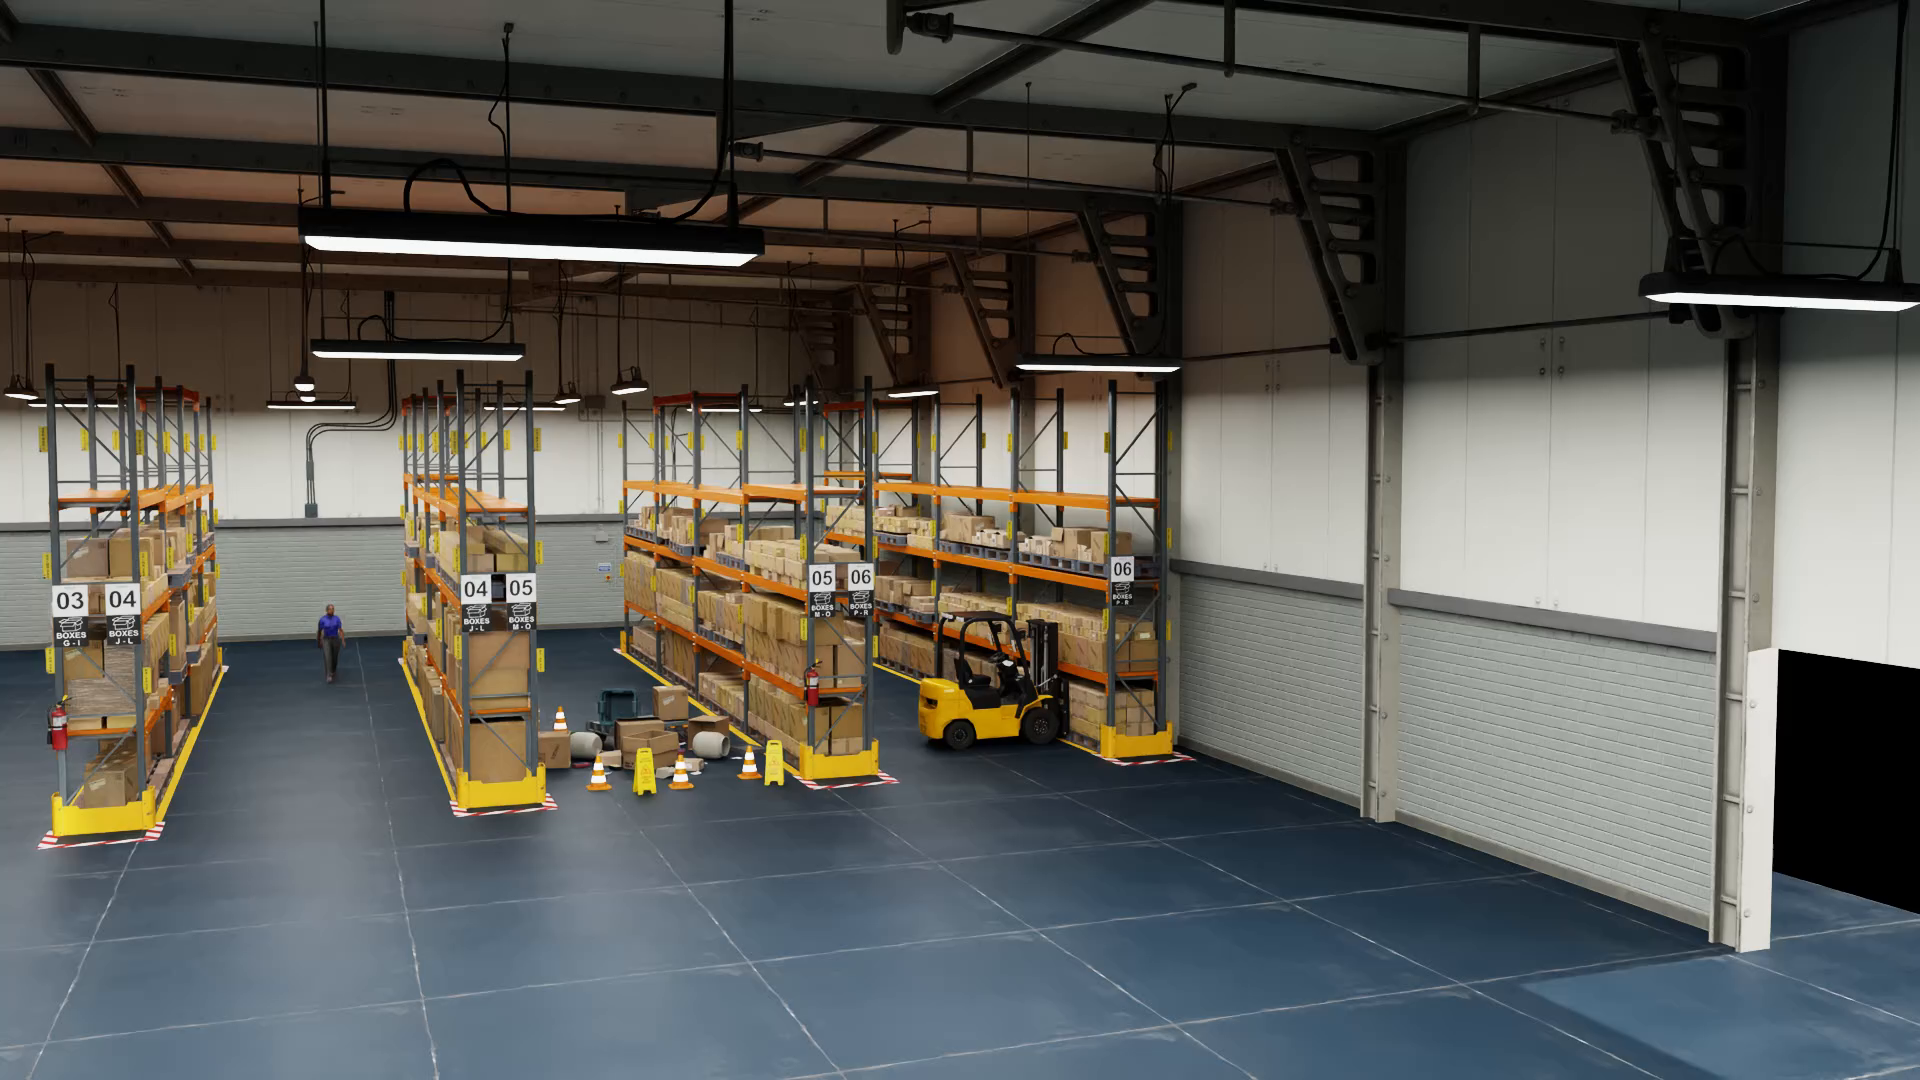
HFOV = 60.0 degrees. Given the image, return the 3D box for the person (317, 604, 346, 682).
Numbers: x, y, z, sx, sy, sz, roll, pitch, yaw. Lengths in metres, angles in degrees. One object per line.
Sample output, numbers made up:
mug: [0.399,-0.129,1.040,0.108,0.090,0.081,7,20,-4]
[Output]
person: [-13.223,2.141,34.975,0.542,1.594,1.033,-1,4,-24]
